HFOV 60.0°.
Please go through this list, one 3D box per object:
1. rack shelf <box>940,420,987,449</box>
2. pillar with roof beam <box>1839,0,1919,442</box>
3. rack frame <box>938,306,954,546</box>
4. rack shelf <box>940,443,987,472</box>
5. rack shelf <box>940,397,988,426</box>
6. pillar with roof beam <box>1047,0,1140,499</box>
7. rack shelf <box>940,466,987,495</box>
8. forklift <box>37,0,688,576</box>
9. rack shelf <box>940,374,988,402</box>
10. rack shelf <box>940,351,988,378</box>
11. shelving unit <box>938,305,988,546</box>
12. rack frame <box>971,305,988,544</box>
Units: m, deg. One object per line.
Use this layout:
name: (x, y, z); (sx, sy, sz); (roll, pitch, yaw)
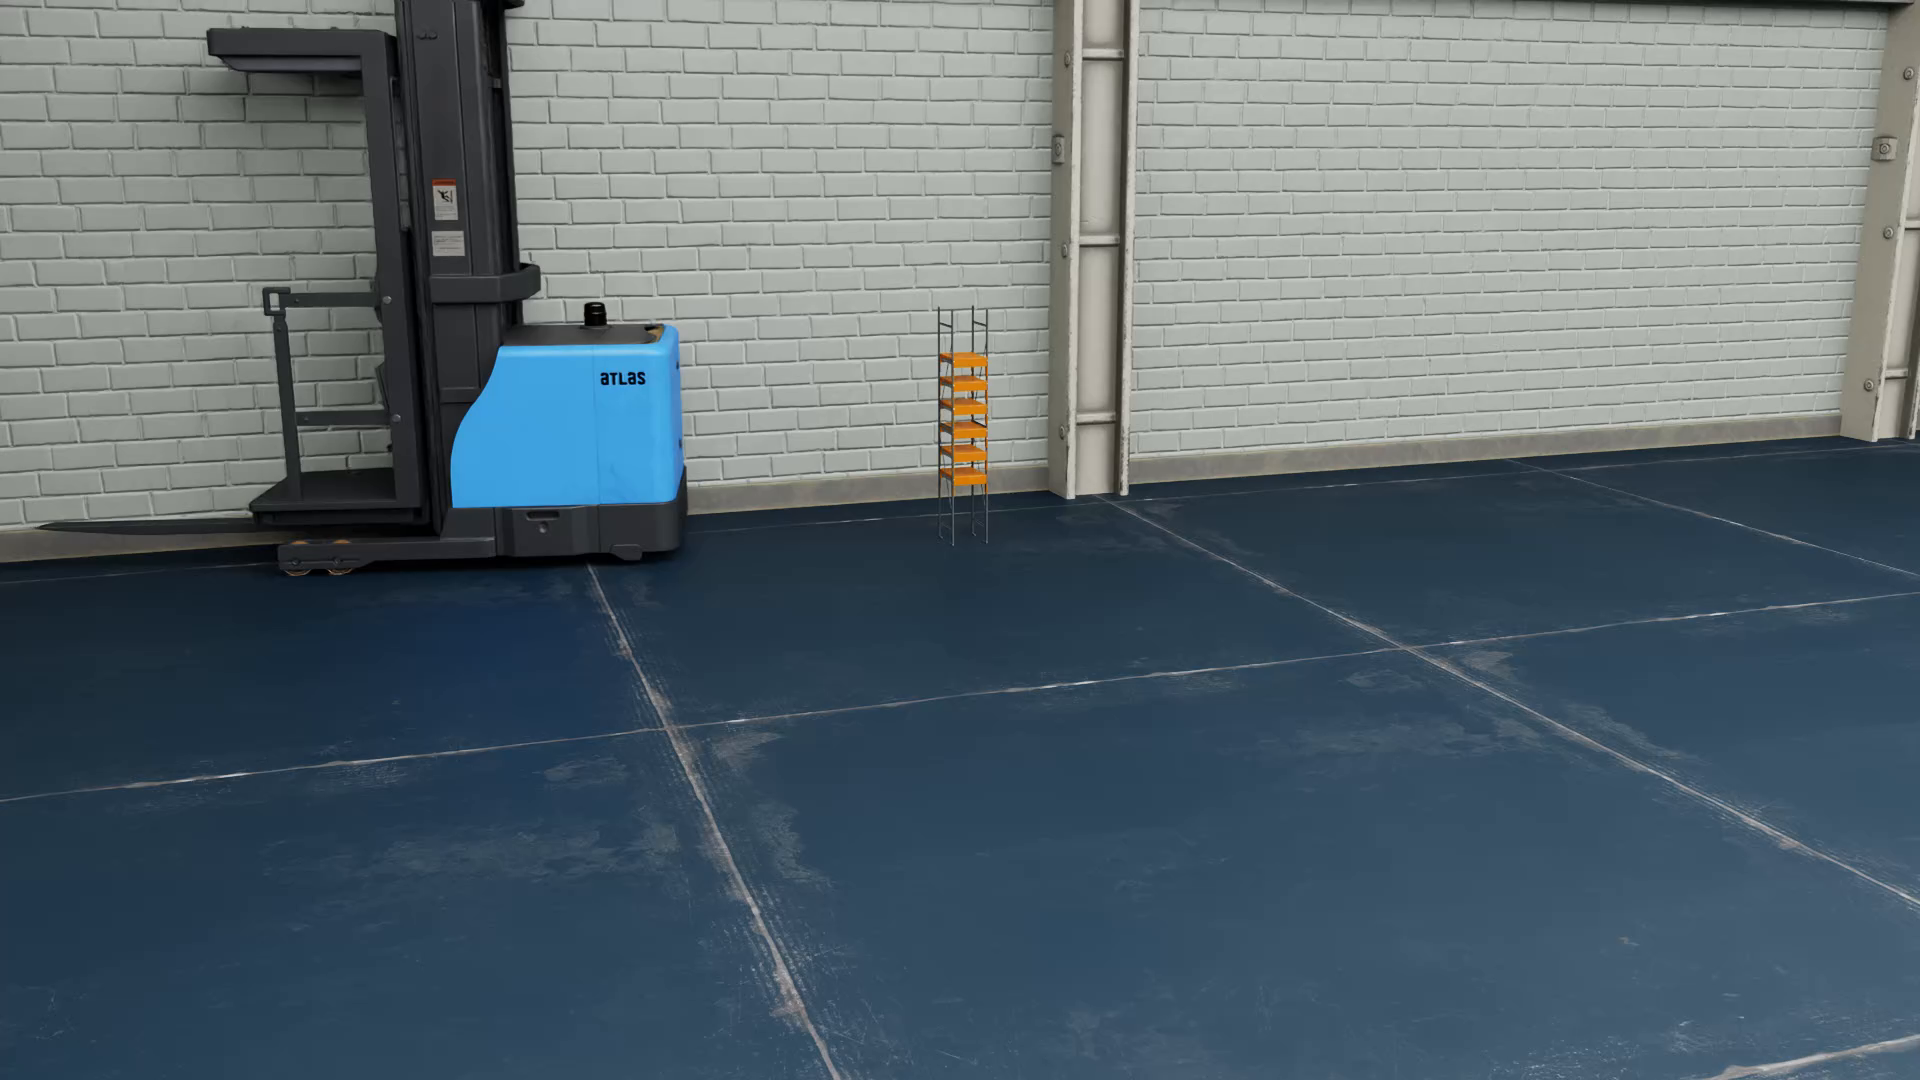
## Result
rack shelf: (0.014, -0.542, 8.519); (0.180, 0.103, 0.258); (-4, 14, -18)
pillar with roof beam: (7.815, -4.162, 6.692); (0.400, 9.000, 9.100); (-4, 14, -18)
rack frame: (-0.073, -0.578, 8.480); (0.006, 1.200, 0.240); (-4, 14, -18)
rack shelf: (0.014, -0.425, 8.546); (0.180, 0.103, 0.258); (-4, 14, -18)
rack shelf: (0.014, -0.658, 8.491); (0.180, 0.103, 0.258); (-4, 14, -18)
pillar with roof beam: (2.128, -3.719, 4.830); (0.400, 9.000, 9.100); (-4, 14, -18)
rack shelf: (0.014, -0.308, 8.574); (0.180, 0.103, 0.258); (-4, 14, -18)
forklift: (-2.933, -1.383, 8.121); (3.031, 2.935, 1.130); (-2, 13, -6)
rack shelf: (0.014, -0.775, 8.463); (0.180, 0.103, 0.258); (-4, 14, -18)
rack shelf: (0.014, -0.892, 8.435); (0.180, 0.103, 0.258); (-4, 14, -18)
shelving unit: (0.014, -0.585, 8.508); (0.189, 1.200, 0.258); (-4, 14, -18)
rack frame: (0.100, -0.592, 8.537); (0.006, 1.200, 0.240); (-4, 14, -18)
